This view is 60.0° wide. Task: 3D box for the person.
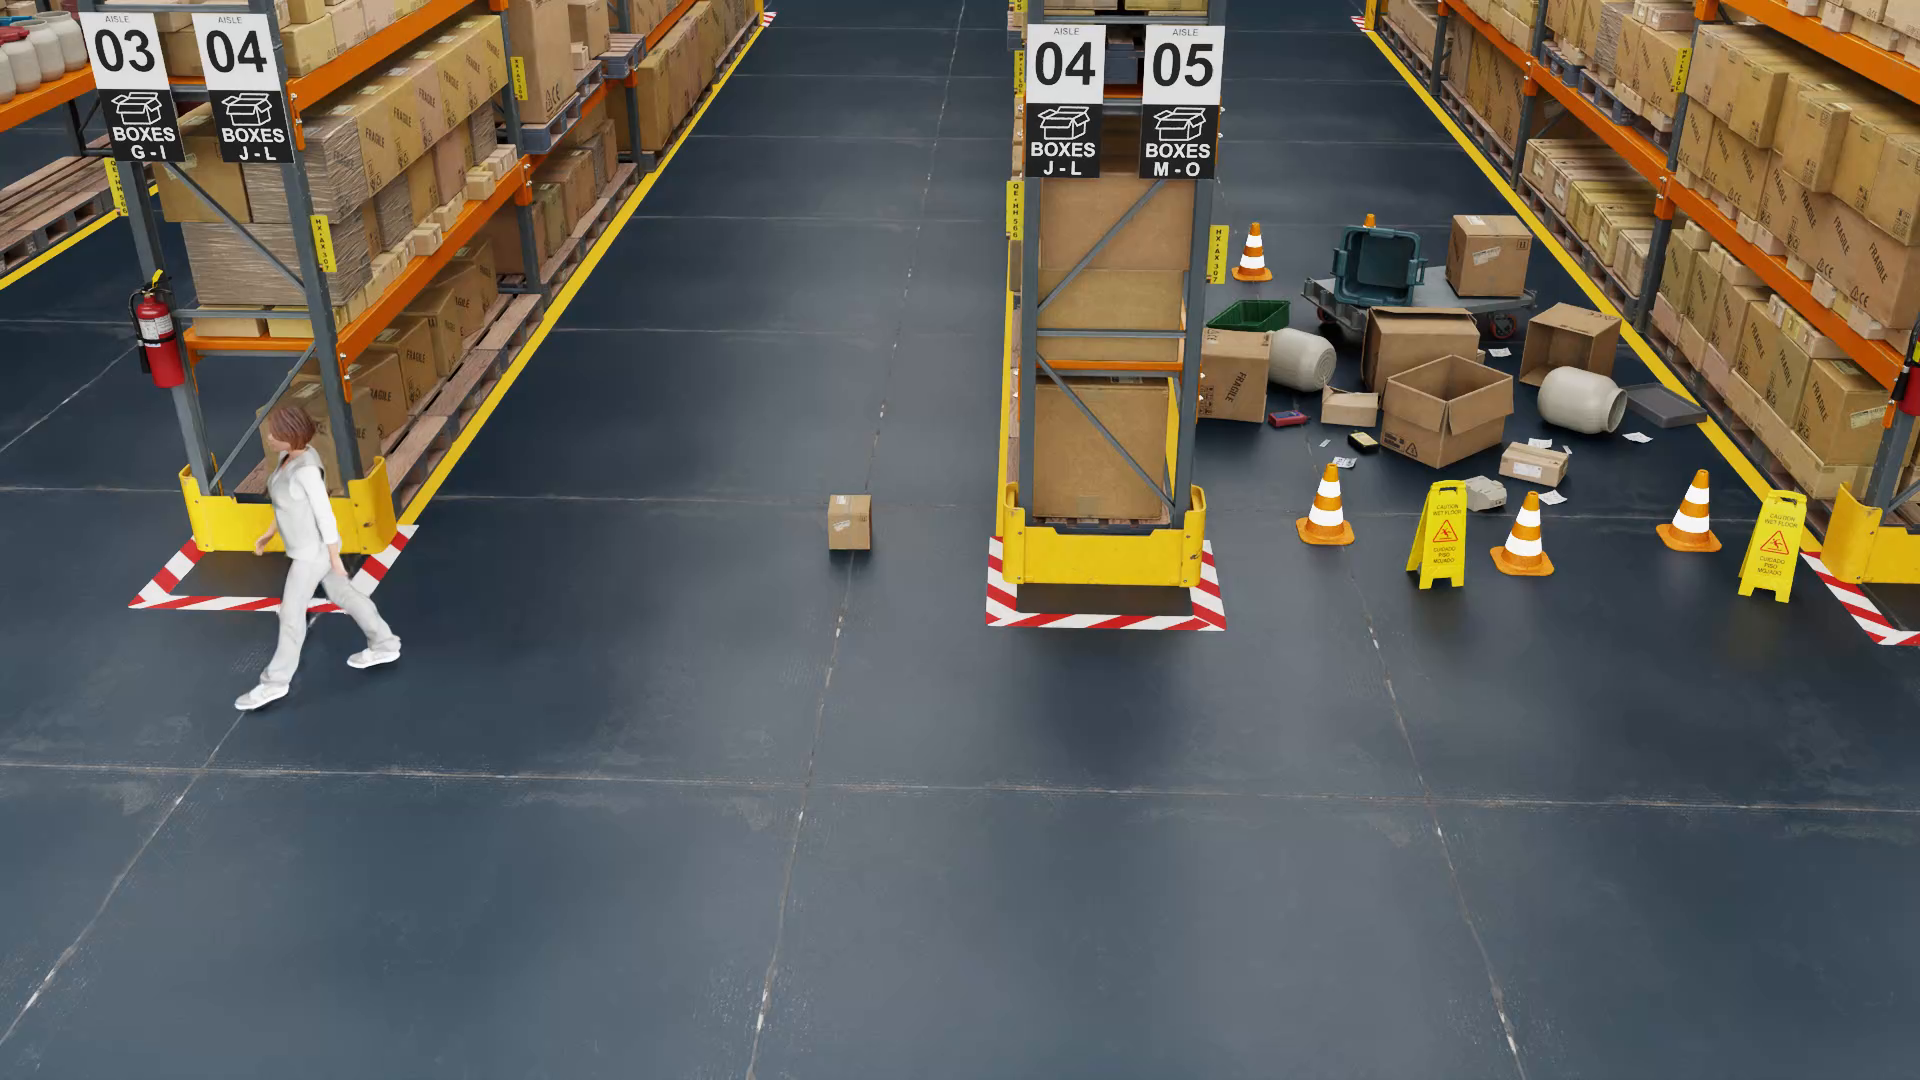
[{"bbox_3d":[-3.424,0.050,8.509,0.850,1.557,0.426,-13,31,-22],"label":"person"}]
